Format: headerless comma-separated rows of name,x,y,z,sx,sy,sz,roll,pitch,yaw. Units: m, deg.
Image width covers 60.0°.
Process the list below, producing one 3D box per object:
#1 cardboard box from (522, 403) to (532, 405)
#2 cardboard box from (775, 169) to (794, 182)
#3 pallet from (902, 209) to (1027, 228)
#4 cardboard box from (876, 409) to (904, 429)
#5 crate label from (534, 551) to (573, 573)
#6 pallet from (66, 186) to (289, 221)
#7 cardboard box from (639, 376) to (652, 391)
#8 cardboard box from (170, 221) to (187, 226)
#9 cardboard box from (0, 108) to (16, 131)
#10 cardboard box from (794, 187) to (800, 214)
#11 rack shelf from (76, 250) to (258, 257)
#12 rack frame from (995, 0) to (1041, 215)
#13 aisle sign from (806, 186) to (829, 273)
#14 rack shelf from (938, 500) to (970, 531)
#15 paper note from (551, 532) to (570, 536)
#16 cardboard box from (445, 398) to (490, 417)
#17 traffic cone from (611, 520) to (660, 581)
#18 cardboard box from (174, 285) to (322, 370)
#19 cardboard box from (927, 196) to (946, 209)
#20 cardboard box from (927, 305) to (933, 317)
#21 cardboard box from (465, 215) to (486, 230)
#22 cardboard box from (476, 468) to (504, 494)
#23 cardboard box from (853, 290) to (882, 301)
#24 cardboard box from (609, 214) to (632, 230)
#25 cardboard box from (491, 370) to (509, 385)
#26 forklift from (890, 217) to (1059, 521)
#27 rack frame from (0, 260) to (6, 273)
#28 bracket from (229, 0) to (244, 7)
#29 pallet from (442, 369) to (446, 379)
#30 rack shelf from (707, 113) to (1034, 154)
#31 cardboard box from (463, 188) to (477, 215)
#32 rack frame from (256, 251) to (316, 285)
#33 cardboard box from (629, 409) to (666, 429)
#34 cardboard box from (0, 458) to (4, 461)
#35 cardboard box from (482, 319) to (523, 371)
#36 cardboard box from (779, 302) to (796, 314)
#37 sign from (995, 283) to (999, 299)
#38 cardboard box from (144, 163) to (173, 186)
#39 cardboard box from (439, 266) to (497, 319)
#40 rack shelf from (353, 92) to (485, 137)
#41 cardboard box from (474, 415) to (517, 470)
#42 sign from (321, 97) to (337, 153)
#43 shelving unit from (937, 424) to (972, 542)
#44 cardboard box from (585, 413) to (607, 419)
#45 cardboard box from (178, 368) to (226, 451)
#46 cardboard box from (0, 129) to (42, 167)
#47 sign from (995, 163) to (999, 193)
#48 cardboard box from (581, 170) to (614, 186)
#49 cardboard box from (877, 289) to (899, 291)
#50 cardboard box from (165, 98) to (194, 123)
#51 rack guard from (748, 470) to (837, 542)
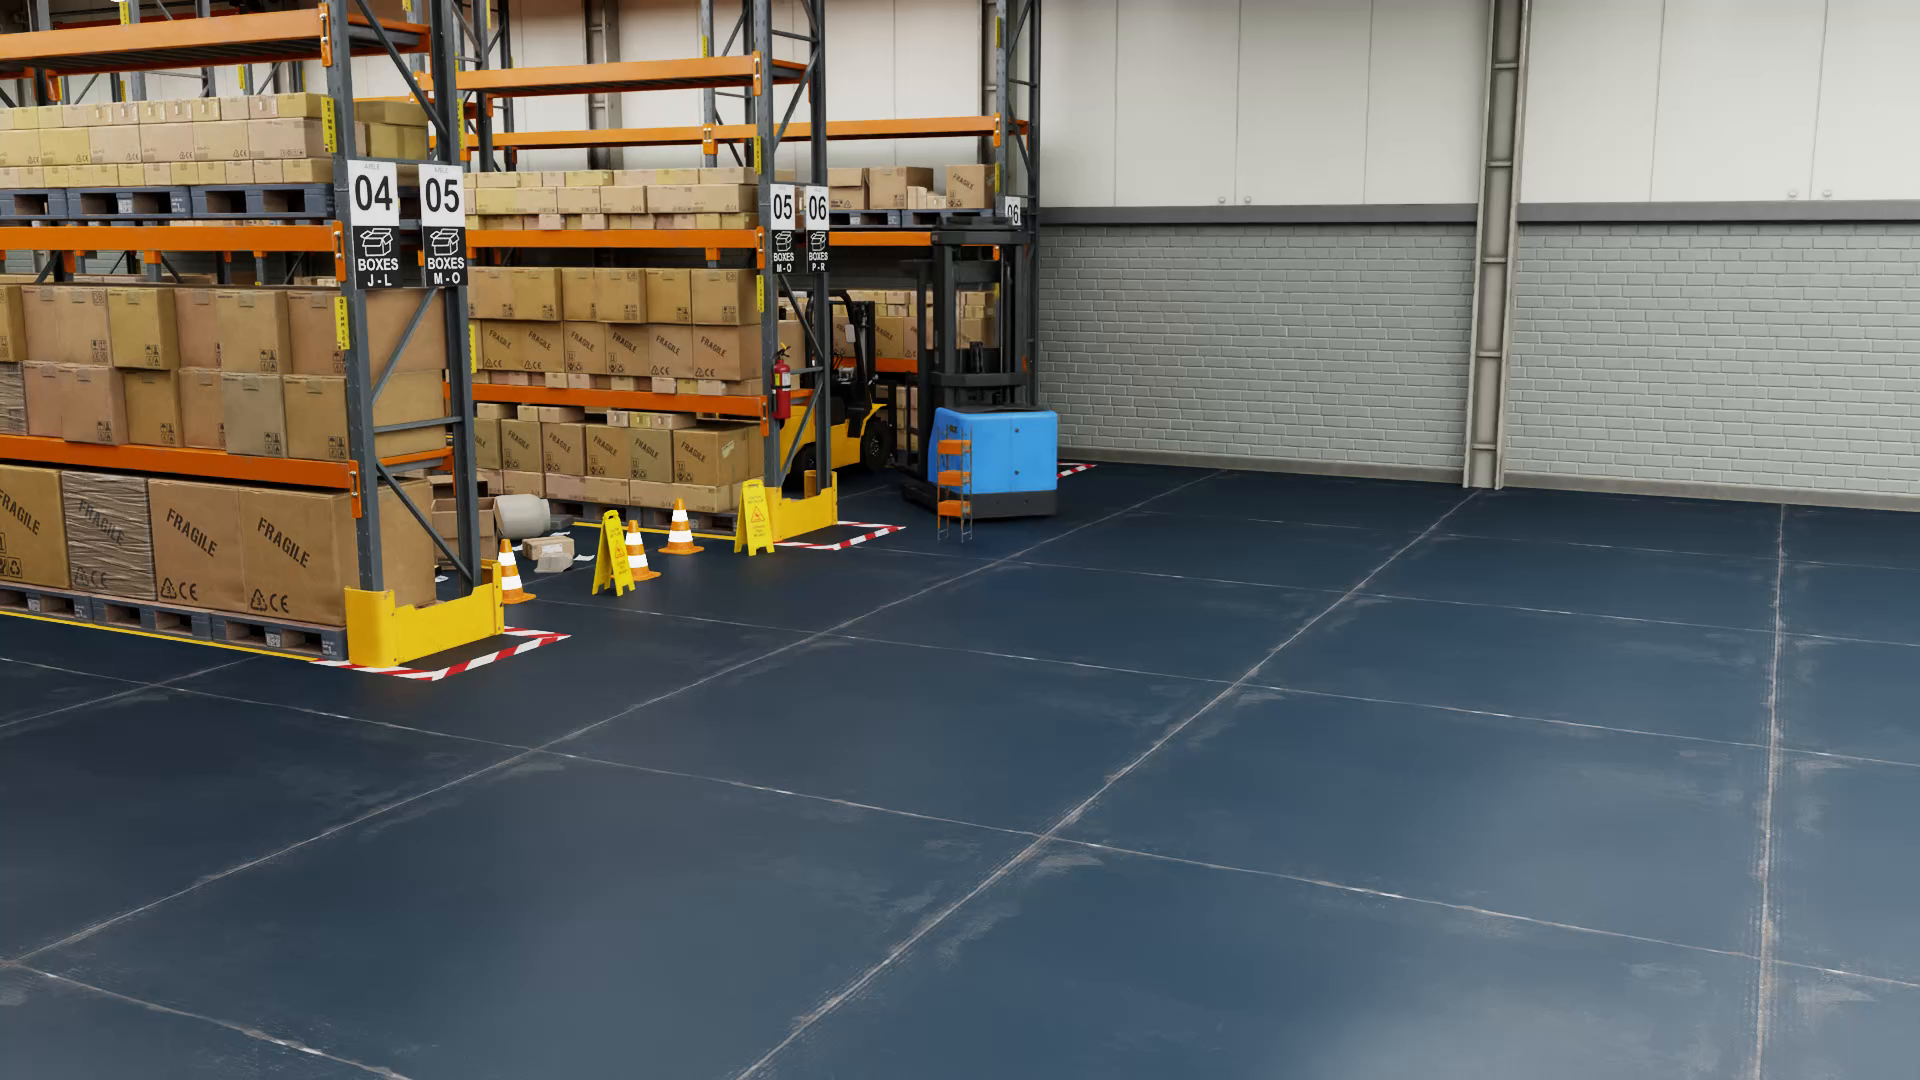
cardboard box,-5.940,-1.964,23.170,0.625,0.625,0.875,5,12,28
cardboard box,-1.740,-3.359,15.433,0.250,0.149,0.380,5,11,25
pallet,0.059,-3.840,19.867,1.213,0.211,1.003,5,11,26
cardboard box,-0.811,-1.514,20.329,0.500,0.250,0.500,5,11,25
crate label,-3.387,0.179,13.878,0.298,0.136,0.250,-1,10,-4
pallet,-5.379,-2.341,11.587,1.213,0.211,1.003,5,11,26
cardboard box,-2.850,-1.510,15.874,0.250,0.149,0.380,5,11,27
cardboard box,-8.479,-3.485,18.365,0.250,0.149,0.380,5,11,26
cardboard box,-6.566,-2.949,11.703,0.250,0.149,0.380,5,11,25
cardboard box,-1.845,-3.185,15.588,0.500,0.250,0.500,5,11,25
rack shelf,-11.874,-4.572,25.688,4.000,0.370,1.077,5,11,26
rack frame,0.681,-5.299,19.262,0.127,3.000,1.000,5,11,26
aisle sign,-1.319,-2.878,15.429,0.004,0.787,0.394,5,11,26
rack shelf,-0.048,-0.237,15.231,0.240,0.259,0.215,5,11,26
paper note,-3.727,-0.062,15.509,0.148,0.019,0.142,1,10,6
cardboard box,-6.967,-1.953,23.459,0.500,0.500,0.500,5,12,27
traffic cone,-2.654,0.070,13.561,0.334,0.463,0.336,5,11,26
cardboard box,-4.903,-1.491,11.610,0.550,0.550,0.875,5,11,26
cardboard box,-0.196,-3.972,19.598,0.250,0.149,0.380,5,11,24
cardboard box,-0.202,-2.744,19.885,0.250,0.149,0.380,5,12,27
cardboard box,-4.719,-3.128,16.393,0.250,0.149,0.380,5,11,26
cardboard box,-4.689,-0.633,16.868,0.500,0.250,0.500,4,11,23
cardboard box,-1.111,-2.976,20.335,0.250,0.149,0.380,5,11,27
cardboard box,-3.092,-2.995,15.660,0.250,0.149,0.380,5,11,24
cardboard box,-4.457,-1.642,16.605,0.250,0.149,0.380,5,11,26
forklift,0.015,-1.851,17.250,1.130,2.935,3.031,-3,11,-18
rack frame,-12.273,-2.500,20.639,0.127,3.000,1.000,5,11,26
bracket,-10.835,-8.191,25.132,0.430,0.232,0.235,5,11,26
pallet,-5.720,-1.858,17.634,1.213,0.211,1.003,5,11,26
rack shelf,-1.112,-4.906,20.232,4.000,0.370,1.077,5,11,26
cardboard box,-4.825,-3.339,16.442,0.500,0.250,0.500,5,11,25
rack frame,-10.080,-3.293,25.021,0.127,3.000,1.000,5,11,26
cardboard box,-2.929,-1.156,15.829,0.250,0.149,0.380,5,12,27
cardboard box,-7.795,-0.205,13.097,0.750,0.750,1.050,5,11,26
cardboard box,-4.367,-1.950,16.485,0.500,0.500,0.500,5,11,26
cardboard box,-2.069,-2.896,20.727,0.250,0.149,0.380,5,12,27
sign,0.429,-2.948,19.199,0.005,0.325,0.100,5,11,26
cardboard box,-5.199,-2.436,11.110,0.250,0.149,0.380,5,11,26
cardboard box,-4.800,-2.488,16.648,0.500,0.500,0.700,5,11,25
rack shelf,-6.892,-4.428,17.592,4.000,0.370,1.077,5,11,26
cardboard box,-4.689,-1.002,16.801,0.500,0.500,0.500,6,12,29
sign,-3.864,-2.543,10.190,0.005,0.325,0.100,5,11,26
shelving unit,-0.048,-0.521,15.180,0.252,1.050,0.215,5,11,26
cardboard box,-3.535,-1.008,16.835,0.500,0.500,0.500,6,12,29
cardboard box,-4.914,-0.955,11.685,0.550,0.550,0.875,5,11,26
cardboard box,-6.431,-2.752,11.739,0.500,0.250,0.500,5,11,25
sign,0.429,-4.134,18.984,0.005,0.325,0.100,5,11,26
cardboard box,-3.336,-3.394,15.623,0.250,0.149,0.380,5,12,27
cardboard box,-0.900,-3.049,20.736,0.250,0.149,0.380,5,11,26
cardboard box,-4.973,-2.809,10.930,0.250,0.149,0.380,5,11,26
rack guard,-1.580,-0.330,15.670,0.348,0.500,1.175,5,11,26
